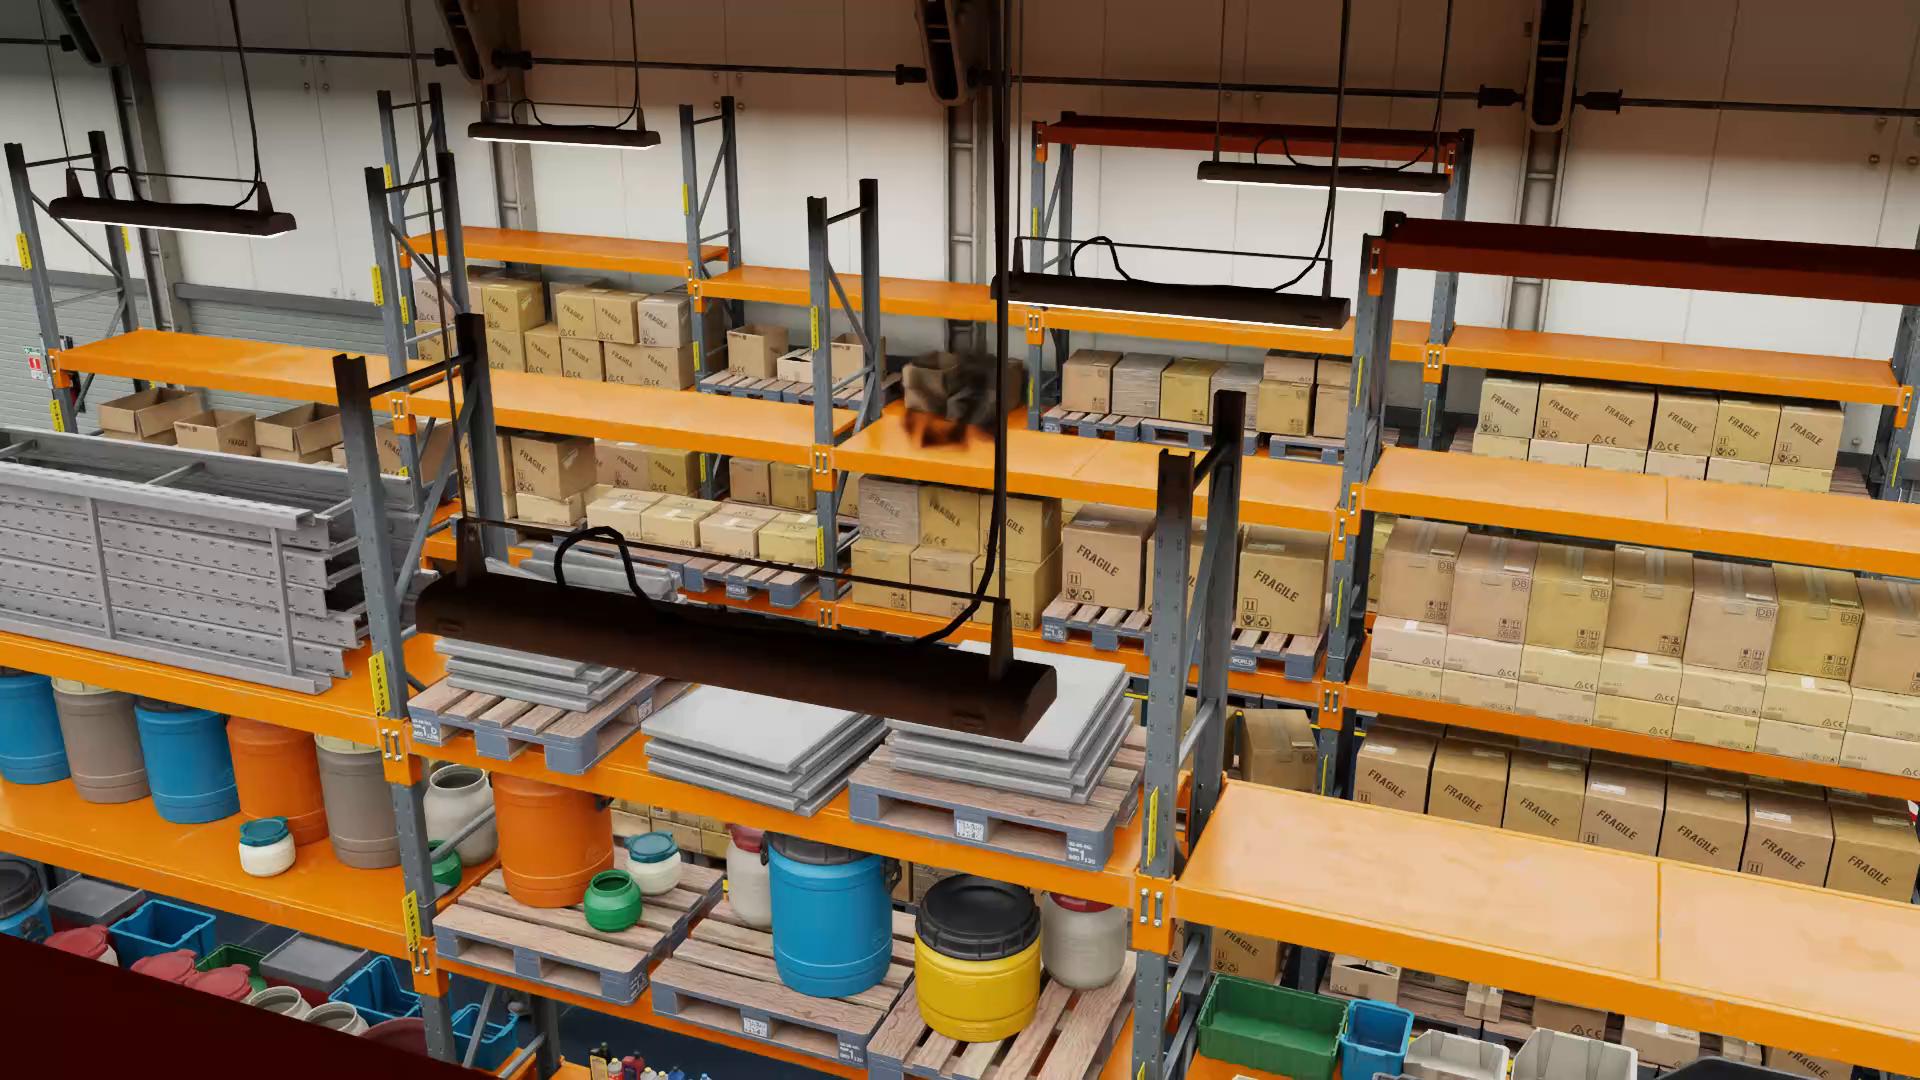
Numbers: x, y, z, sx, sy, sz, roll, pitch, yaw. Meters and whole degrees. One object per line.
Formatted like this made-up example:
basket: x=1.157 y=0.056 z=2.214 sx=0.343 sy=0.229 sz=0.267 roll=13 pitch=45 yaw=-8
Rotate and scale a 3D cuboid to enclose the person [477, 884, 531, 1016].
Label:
person: x=-3.514 y=2.837 z=12.575 sx=0.676 sy=1.695 sz=0.546 roll=4 pitch=21 yaw=10
